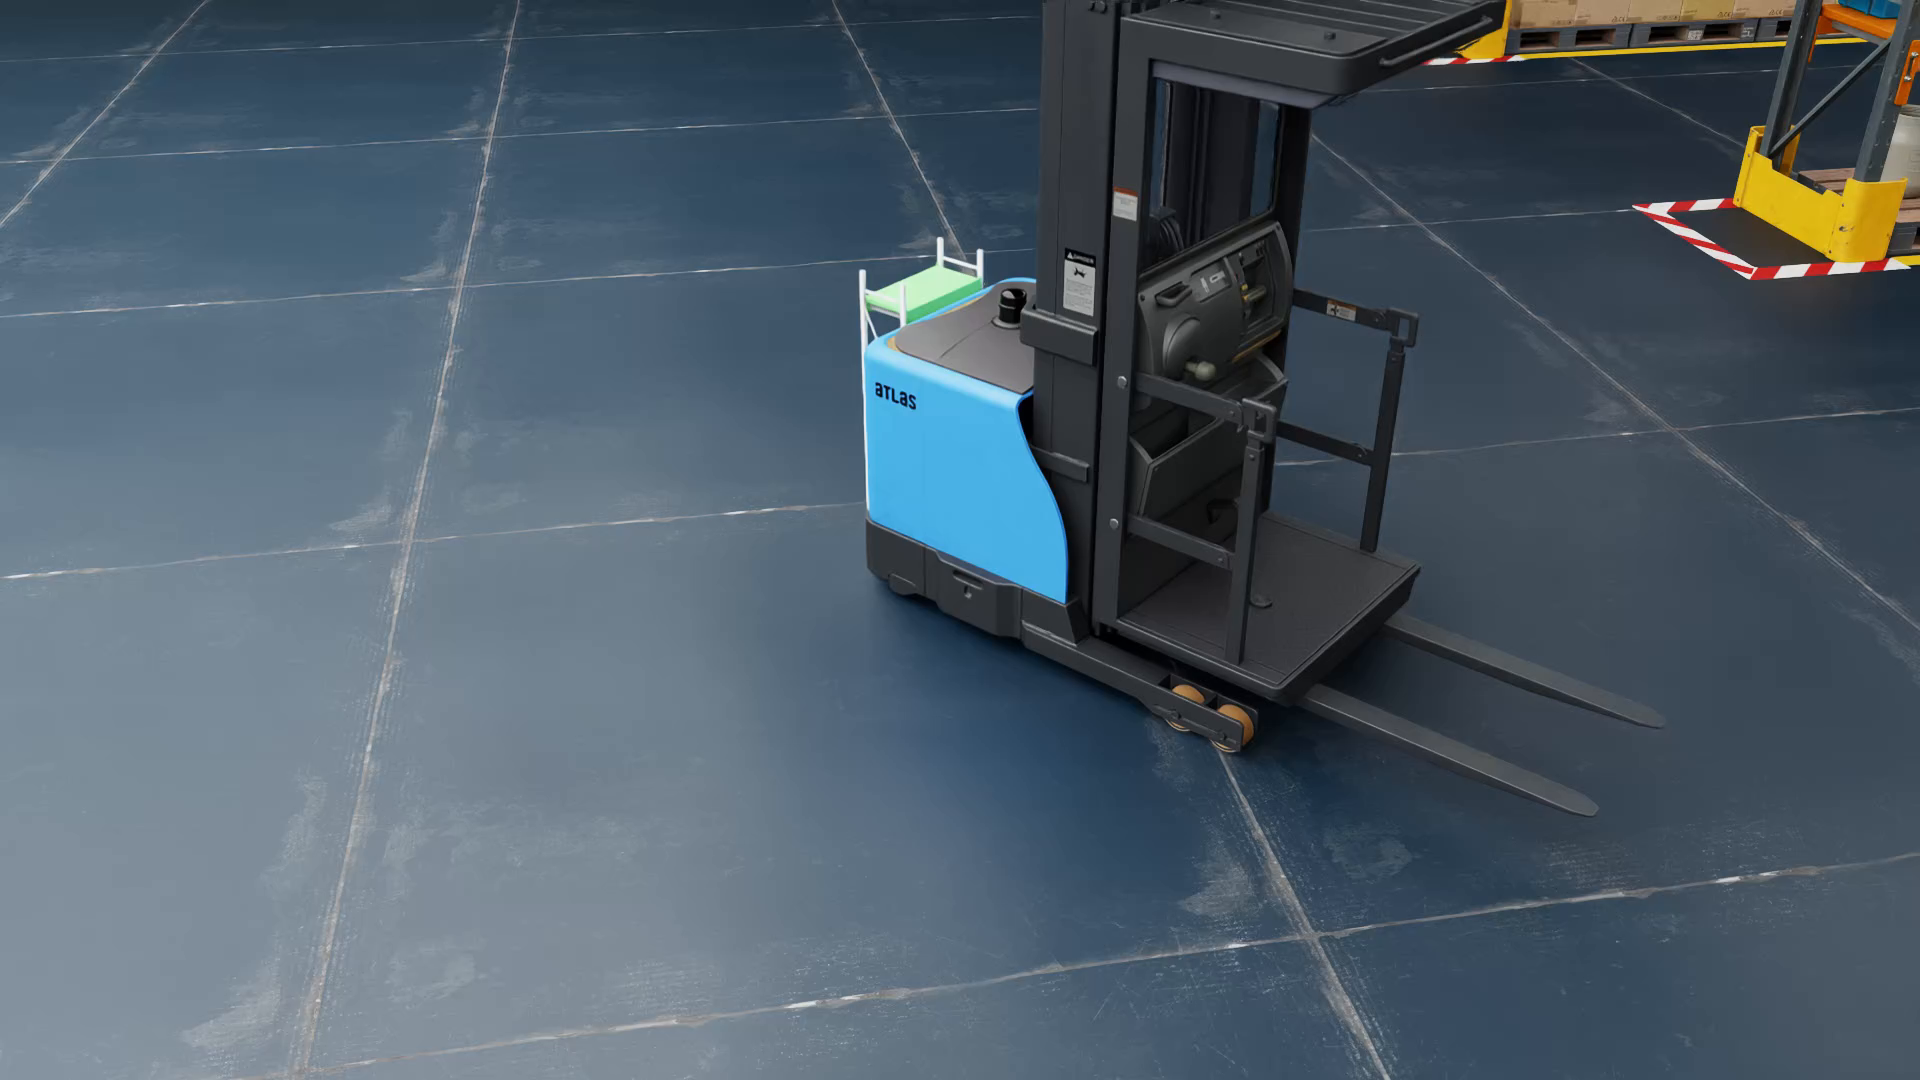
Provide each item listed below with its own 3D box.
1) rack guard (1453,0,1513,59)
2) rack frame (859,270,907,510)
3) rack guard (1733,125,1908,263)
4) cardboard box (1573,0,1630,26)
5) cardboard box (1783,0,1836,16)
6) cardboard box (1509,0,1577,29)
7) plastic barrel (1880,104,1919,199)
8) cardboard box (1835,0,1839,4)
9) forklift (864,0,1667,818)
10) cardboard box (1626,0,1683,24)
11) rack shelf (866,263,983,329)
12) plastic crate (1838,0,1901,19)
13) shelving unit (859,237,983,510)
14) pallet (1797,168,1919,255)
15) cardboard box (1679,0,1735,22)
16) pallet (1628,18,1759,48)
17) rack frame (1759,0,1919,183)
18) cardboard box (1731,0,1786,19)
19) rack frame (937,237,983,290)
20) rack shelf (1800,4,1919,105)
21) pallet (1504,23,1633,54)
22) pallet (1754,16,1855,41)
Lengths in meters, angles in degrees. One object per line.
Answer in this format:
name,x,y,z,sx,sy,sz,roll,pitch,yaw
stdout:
rack guard,4.424,-4.639,14.646,0.348,0.500,1.175,-5,31,-9
rack frame,-0.311,-0.538,6.981,0.240,1.200,0.015,23,37,33
rack guard,5.403,-2.201,10.500,0.348,0.500,1.175,-5,31,-9
cardboard box,5.507,-4.700,14.582,0.500,0.250,0.500,-5,31,-9
cardboard box,7.472,-4.887,14.901,0.500,0.250,0.500,-5,31,-9
cardboard box,5.016,-4.652,14.501,0.500,0.250,0.500,-5,31,-9
plastic barrel,5.970,-2.455,10.506,0.421,0.512,0.421,0,30,0
cardboard box,7.966,-4.928,14.970,0.500,0.250,0.500,-5,31,-9
forklift,1.068,-0.807,5.731,3.031,2.935,1.130,23,37,33
cardboard box,5.999,-4.745,14.659,0.500,0.250,0.500,-5,31,-9
rack shelf,-0.155,-0.992,6.932,0.258,0.148,0.480,23,37,33
plastic crate,5.775,-3.379,10.184,0.616,0.251,0.499,-5,31,-9
shelving unit,-0.155,-0.633,7.143,0.258,1.200,0.503,23,37,33
pallet,6.203,-2.148,10.695,1.213,0.211,1.003,-5,31,-9
cardboard box,6.491,-4.788,14.732,0.500,0.250,0.500,-5,31,-9
pallet,6.390,-4.717,15.063,1.213,0.211,1.003,-5,31,-9
rack frame,5.337,-3.248,9.815,0.127,3.000,1.000,-5,31,-9
cardboard box,6.983,-4.834,14.811,0.500,0.250,0.500,-5,31,-9
rack frame,0.001,-0.729,7.305,0.240,1.200,0.015,23,37,33
rack shelf,7.304,-3.121,10.308,4.000,0.370,1.077,-5,31,-9
pallet,5.193,-4.607,14.877,1.213,0.211,1.003,-5,31,-9
pallet,7.593,-4.830,15.256,1.213,0.211,1.003,-5,31,-9
